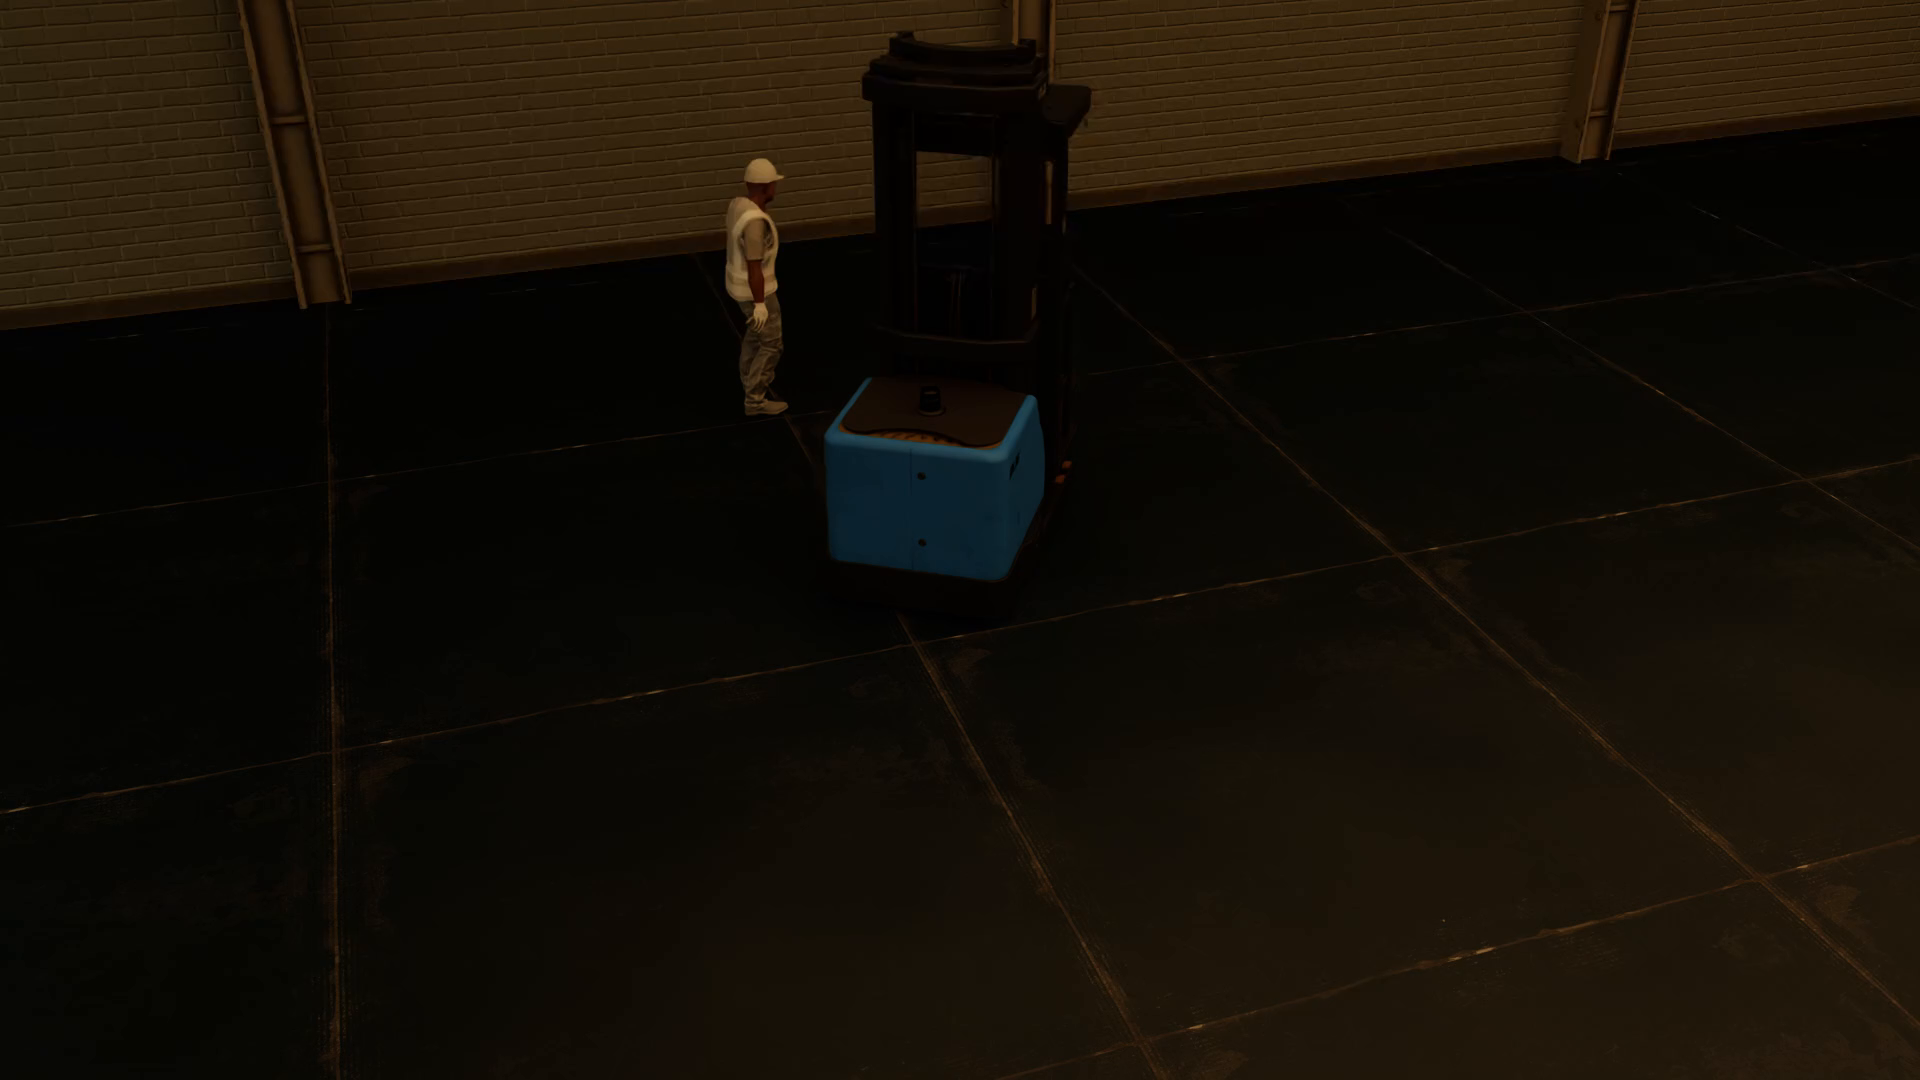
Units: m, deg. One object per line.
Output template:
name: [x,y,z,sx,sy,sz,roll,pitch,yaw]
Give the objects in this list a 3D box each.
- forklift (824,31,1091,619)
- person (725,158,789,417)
forklift: [0.119,-1.557,9.794,1.130,2.935,3.031,7,31,13]
person: [-1.361,-1.715,11.255,0.432,1.749,0.860,-11,32,-18]
